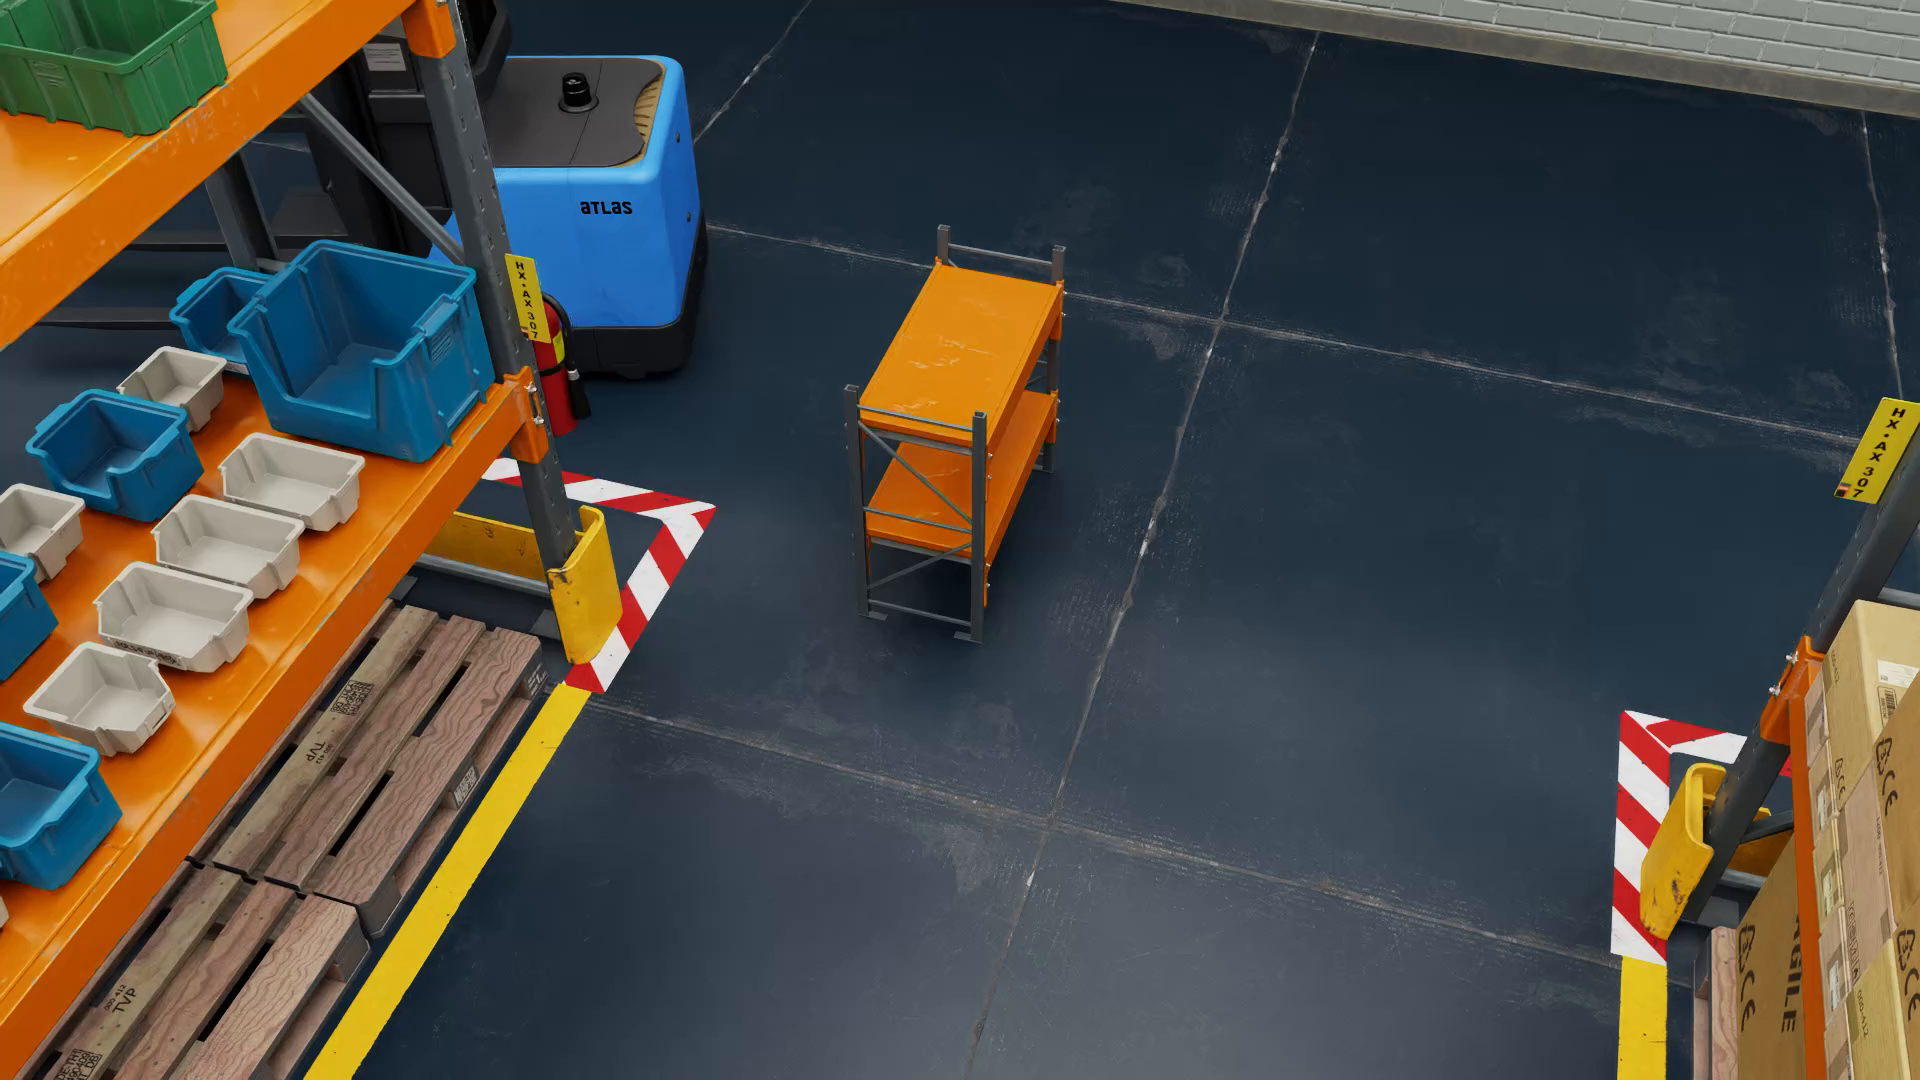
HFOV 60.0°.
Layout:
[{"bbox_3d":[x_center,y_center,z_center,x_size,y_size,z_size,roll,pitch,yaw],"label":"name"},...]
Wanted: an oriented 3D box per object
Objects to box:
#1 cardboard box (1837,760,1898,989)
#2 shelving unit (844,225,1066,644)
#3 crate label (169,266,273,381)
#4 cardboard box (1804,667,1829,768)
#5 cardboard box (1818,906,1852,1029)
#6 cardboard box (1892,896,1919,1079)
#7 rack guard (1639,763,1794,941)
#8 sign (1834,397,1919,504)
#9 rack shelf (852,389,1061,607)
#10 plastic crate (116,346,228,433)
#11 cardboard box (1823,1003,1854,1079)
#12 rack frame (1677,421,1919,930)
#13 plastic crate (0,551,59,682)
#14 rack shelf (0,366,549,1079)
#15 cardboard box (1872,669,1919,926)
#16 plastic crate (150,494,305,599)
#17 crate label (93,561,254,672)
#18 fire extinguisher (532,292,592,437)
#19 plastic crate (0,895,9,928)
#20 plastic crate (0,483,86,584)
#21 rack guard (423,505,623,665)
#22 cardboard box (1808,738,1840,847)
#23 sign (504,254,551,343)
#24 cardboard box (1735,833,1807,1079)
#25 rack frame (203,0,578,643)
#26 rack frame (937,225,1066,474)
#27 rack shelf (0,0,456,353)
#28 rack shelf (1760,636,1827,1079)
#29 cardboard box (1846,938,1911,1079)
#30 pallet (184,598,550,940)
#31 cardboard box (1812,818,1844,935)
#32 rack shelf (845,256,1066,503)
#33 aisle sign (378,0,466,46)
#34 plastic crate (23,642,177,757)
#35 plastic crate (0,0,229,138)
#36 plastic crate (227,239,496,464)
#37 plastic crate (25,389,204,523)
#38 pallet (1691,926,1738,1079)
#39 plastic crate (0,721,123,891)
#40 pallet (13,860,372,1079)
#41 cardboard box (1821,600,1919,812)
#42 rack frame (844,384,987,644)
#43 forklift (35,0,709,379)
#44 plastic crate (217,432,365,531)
[{"bbox_3d":[2.270,0.797,3.685,0.500,0.250,0.500,12,46,12],"label":"cardboard box"},{"bbox_3d":[0.002,-0.407,6.361,0.538,1.125,1.048,13,46,13],"label":"shelving unit"},{"bbox_3d":[-2.285,-0.677,5.373,0.416,0.233,0.303,13,46,13],"label":"crate label"},{"bbox_3d":[2.402,0.496,4.278,0.380,0.149,0.250,13,46,13],"label":"cardboard box"},{"bbox_3d":[2.170,1.012,3.751,0.380,0.149,0.250,12,46,12],"label":"cardboard box"},{"bbox_3d":[2.118,0.861,3.084,0.500,0.500,0.500,11,46,11],"label":"cardboard box"},{"bbox_3d":[2.831,1.117,5.251,1.175,0.500,0.348,13,46,13],"label":"rack guard"},{"bbox_3d":[2.297,-0.220,4.154,0.100,0.325,0.005,13,46,13],"label":"sign"},{"bbox_3d":[0.002,-0.232,6.532,0.538,0.278,1.000,13,46,13],"label":"rack shelf"},{"bbox_3d":[-2.461,-0.446,5.207,0.250,0.136,0.298,13,46,13],"label":"plastic crate"},{"bbox_3d":[2.092,1.181,3.578,0.380,0.149,0.250,12,46,12],"label":"cardboard box"},{"bbox_3d":[2.824,0.239,4.361,1.000,3.000,0.127,13,46,13],"label":"rack frame"},{"bbox_3d":[-2.684,0.201,4.477,0.416,0.233,0.300,13,46,13],"label":"plastic crate"},{"bbox_3d":[-2.502,0.780,4.322,1.077,0.370,4.000,13,46,13],"label":"rack shelf"},{"bbox_3d":[2.270,0.515,3.438,0.500,0.500,0.500,12,46,12],"label":"cardboard box"},{"bbox_3d":[-2.073,0.035,4.715,0.396,0.136,0.243,13,46,13],"label":"plastic crate"},{"bbox_3d":[-2.134,0.226,4.520,0.396,0.136,0.243,13,46,13],"label":"crate label"},{"bbox_3d":[-1.418,-0.653,5.595,0.296,0.674,0.183,13,46,13],"label":"fire extinguisher"},{"bbox_3d":[-2.470,0.899,3.729,0.437,0.282,0.530,13,46,13],"label":"plastic crate"},{"bbox_3d":[-2.667,0.006,4.744,0.250,0.136,0.298,13,46,13],"label":"plastic crate"},{"bbox_3d":[-1.902,0.065,6.326,1.175,0.500,0.348,13,46,13],"label":"rack guard"},{"bbox_3d":[2.325,0.667,4.103,0.380,0.149,0.250,12,46,12],"label":"cardboard box"},{"bbox_3d":[-1.368,-0.762,5.268,0.100,0.325,0.005,13,46,13],"label":"sign"},{"bbox_3d":[2.706,1.292,4.504,0.875,0.875,0.875,13,46,13],"label":"cardboard box"},{"bbox_3d":[-1.897,-0.810,5.433,1.000,3.000,0.127,13,46,13],"label":"rack frame"},{"bbox_3d":[0.156,-0.745,6.707,0.500,1.125,0.032,13,46,13],"label":"rack frame"},{"bbox_3d":[-2.502,-0.292,3.273,1.077,0.370,4.000,13,46,13],"label":"rack shelf"},{"bbox_3d":[2.218,1.830,3.250,1.077,0.370,4.000,13,46,13],"label":"rack shelf"},{"bbox_3d":[2.114,1.131,3.344,0.500,0.250,0.500,11,45,11],"label":"cardboard box"},{"bbox_3d":[-2.183,0.728,5.855,1.003,0.211,1.213,13,46,13],"label":"pallet"},{"bbox_3d":[2.248,0.838,3.929,0.380,0.149,0.250,12,46,12],"label":"cardboard box"},{"bbox_3d":[0.002,-0.616,6.156,0.538,0.278,1.000,13,46,13],"label":"rack shelf"},{"bbox_3d":[-1.596,-1.725,4.509,0.394,0.787,0.004,13,46,13],"label":"aisle sign"},{"bbox_3d":[-2.206,0.427,4.314,0.298,0.136,0.250,13,46,13],"label":"plastic crate"},{"bbox_3d":[-1.923,-1.088,3.724,0.450,0.188,0.336,13,46,13],"label":"plastic crate"},{"bbox_3d":[-1.820,-0.581,5.131,0.616,0.435,0.499,13,46,13],"label":"plastic crate"},{"bbox_3d":[-2.485,-0.238,4.925,0.416,0.233,0.300,13,46,13],"label":"plastic crate"},{"bbox_3d":[2.656,1.786,4.774,1.003,0.211,1.213,13,46,13],"label":"pallet"},{"bbox_3d":[-2.274,0.652,4.016,0.416,0.233,0.300,13,46,13],"label":"plastic crate"},{"bbox_3d":[-2.555,1.539,5.026,1.003,0.211,1.213,13,46,13],"label":"pallet"},{"bbox_3d":[2.421,0.449,4.041,0.500,0.250,0.500,11,46,11],"label":"cardboard box"},{"bbox_3d":[-0.152,-0.068,6.015,0.500,1.125,0.032,13,46,13],"label":"rack frame"},{"bbox_3d":[-2.737,-2.110,6.811,3.031,2.935,1.130,0,44,0],"label":"forklift"},{"bbox_3d":[-1.971,-0.155,4.909,0.396,0.136,0.243,13,46,13],"label":"plastic crate"}]
